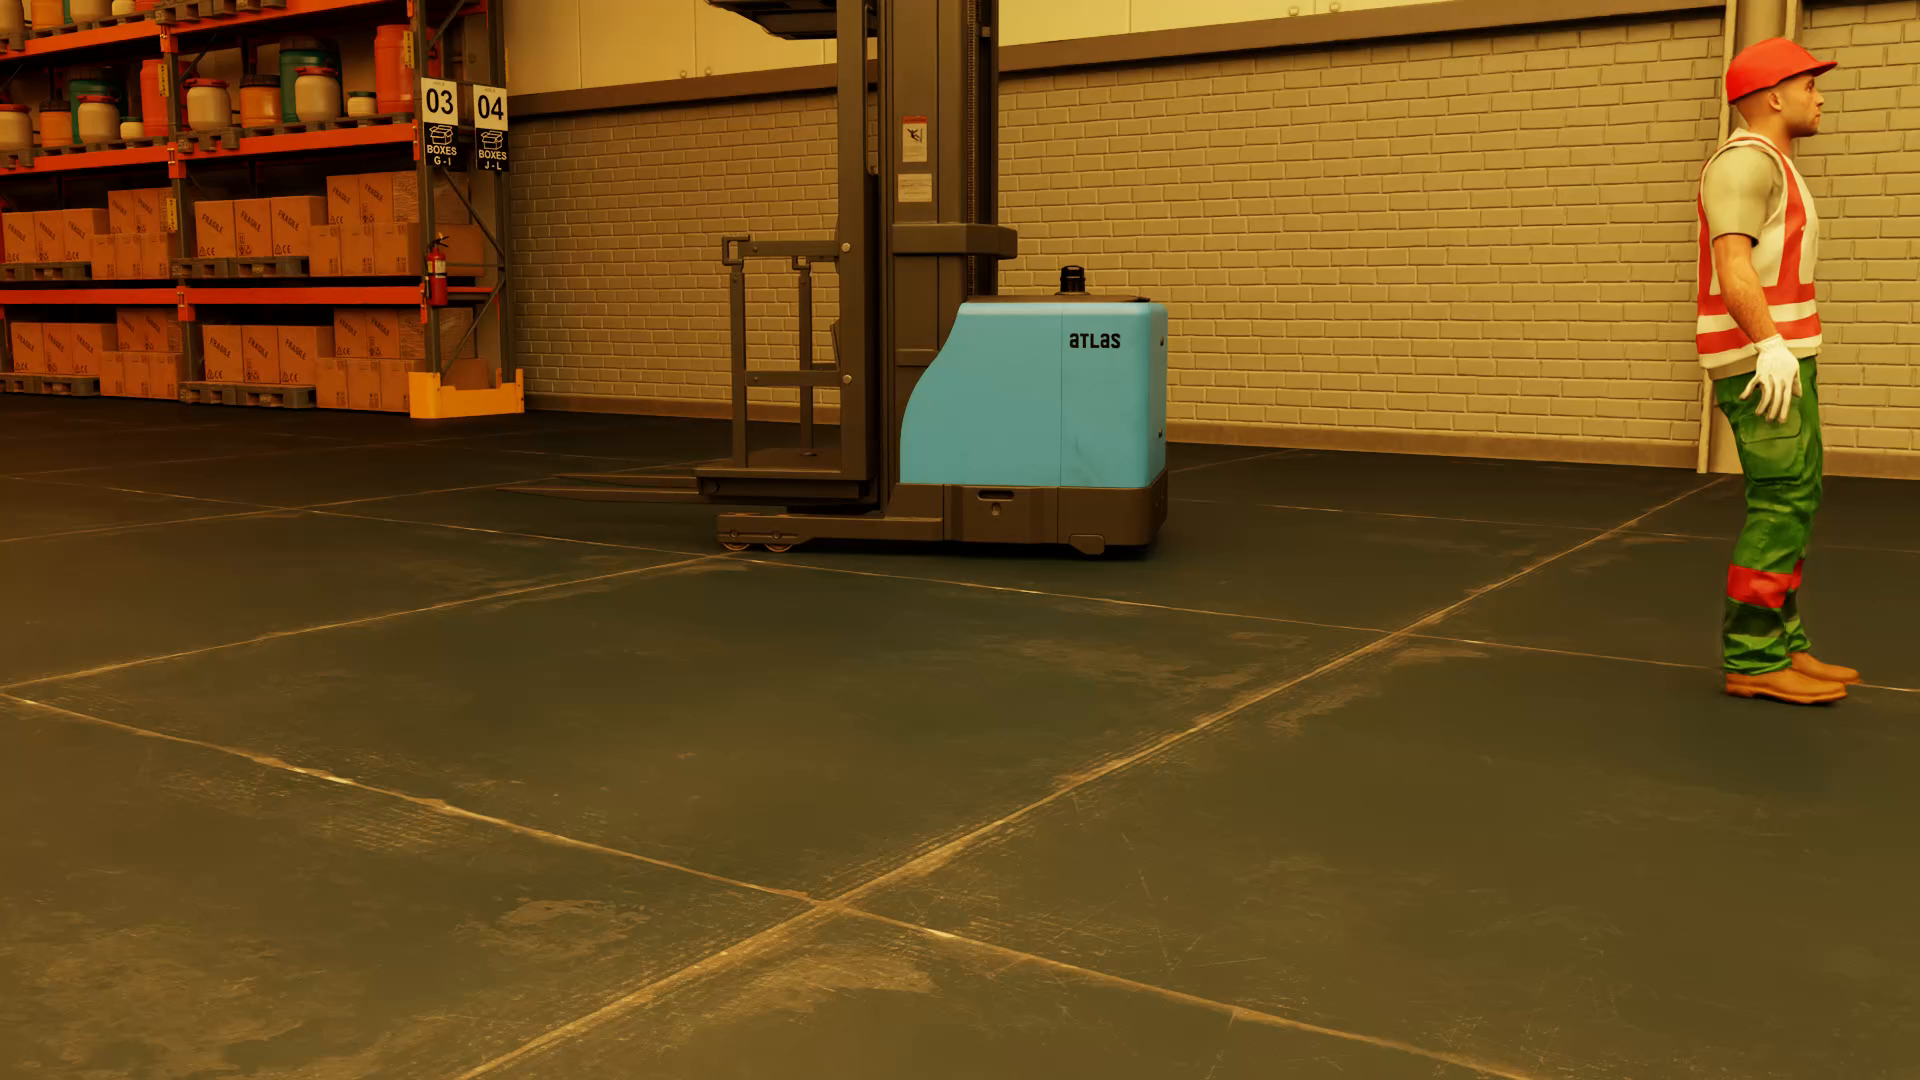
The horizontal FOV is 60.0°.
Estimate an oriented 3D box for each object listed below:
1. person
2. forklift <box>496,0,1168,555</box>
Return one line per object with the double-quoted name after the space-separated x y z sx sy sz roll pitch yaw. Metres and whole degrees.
2.278 -0.466 4.596 0.483 1.801 0.633 5 9 29 "person"
-0.596 -1.469 7.520 3.031 2.935 1.130 2 8 12 "forklift"
